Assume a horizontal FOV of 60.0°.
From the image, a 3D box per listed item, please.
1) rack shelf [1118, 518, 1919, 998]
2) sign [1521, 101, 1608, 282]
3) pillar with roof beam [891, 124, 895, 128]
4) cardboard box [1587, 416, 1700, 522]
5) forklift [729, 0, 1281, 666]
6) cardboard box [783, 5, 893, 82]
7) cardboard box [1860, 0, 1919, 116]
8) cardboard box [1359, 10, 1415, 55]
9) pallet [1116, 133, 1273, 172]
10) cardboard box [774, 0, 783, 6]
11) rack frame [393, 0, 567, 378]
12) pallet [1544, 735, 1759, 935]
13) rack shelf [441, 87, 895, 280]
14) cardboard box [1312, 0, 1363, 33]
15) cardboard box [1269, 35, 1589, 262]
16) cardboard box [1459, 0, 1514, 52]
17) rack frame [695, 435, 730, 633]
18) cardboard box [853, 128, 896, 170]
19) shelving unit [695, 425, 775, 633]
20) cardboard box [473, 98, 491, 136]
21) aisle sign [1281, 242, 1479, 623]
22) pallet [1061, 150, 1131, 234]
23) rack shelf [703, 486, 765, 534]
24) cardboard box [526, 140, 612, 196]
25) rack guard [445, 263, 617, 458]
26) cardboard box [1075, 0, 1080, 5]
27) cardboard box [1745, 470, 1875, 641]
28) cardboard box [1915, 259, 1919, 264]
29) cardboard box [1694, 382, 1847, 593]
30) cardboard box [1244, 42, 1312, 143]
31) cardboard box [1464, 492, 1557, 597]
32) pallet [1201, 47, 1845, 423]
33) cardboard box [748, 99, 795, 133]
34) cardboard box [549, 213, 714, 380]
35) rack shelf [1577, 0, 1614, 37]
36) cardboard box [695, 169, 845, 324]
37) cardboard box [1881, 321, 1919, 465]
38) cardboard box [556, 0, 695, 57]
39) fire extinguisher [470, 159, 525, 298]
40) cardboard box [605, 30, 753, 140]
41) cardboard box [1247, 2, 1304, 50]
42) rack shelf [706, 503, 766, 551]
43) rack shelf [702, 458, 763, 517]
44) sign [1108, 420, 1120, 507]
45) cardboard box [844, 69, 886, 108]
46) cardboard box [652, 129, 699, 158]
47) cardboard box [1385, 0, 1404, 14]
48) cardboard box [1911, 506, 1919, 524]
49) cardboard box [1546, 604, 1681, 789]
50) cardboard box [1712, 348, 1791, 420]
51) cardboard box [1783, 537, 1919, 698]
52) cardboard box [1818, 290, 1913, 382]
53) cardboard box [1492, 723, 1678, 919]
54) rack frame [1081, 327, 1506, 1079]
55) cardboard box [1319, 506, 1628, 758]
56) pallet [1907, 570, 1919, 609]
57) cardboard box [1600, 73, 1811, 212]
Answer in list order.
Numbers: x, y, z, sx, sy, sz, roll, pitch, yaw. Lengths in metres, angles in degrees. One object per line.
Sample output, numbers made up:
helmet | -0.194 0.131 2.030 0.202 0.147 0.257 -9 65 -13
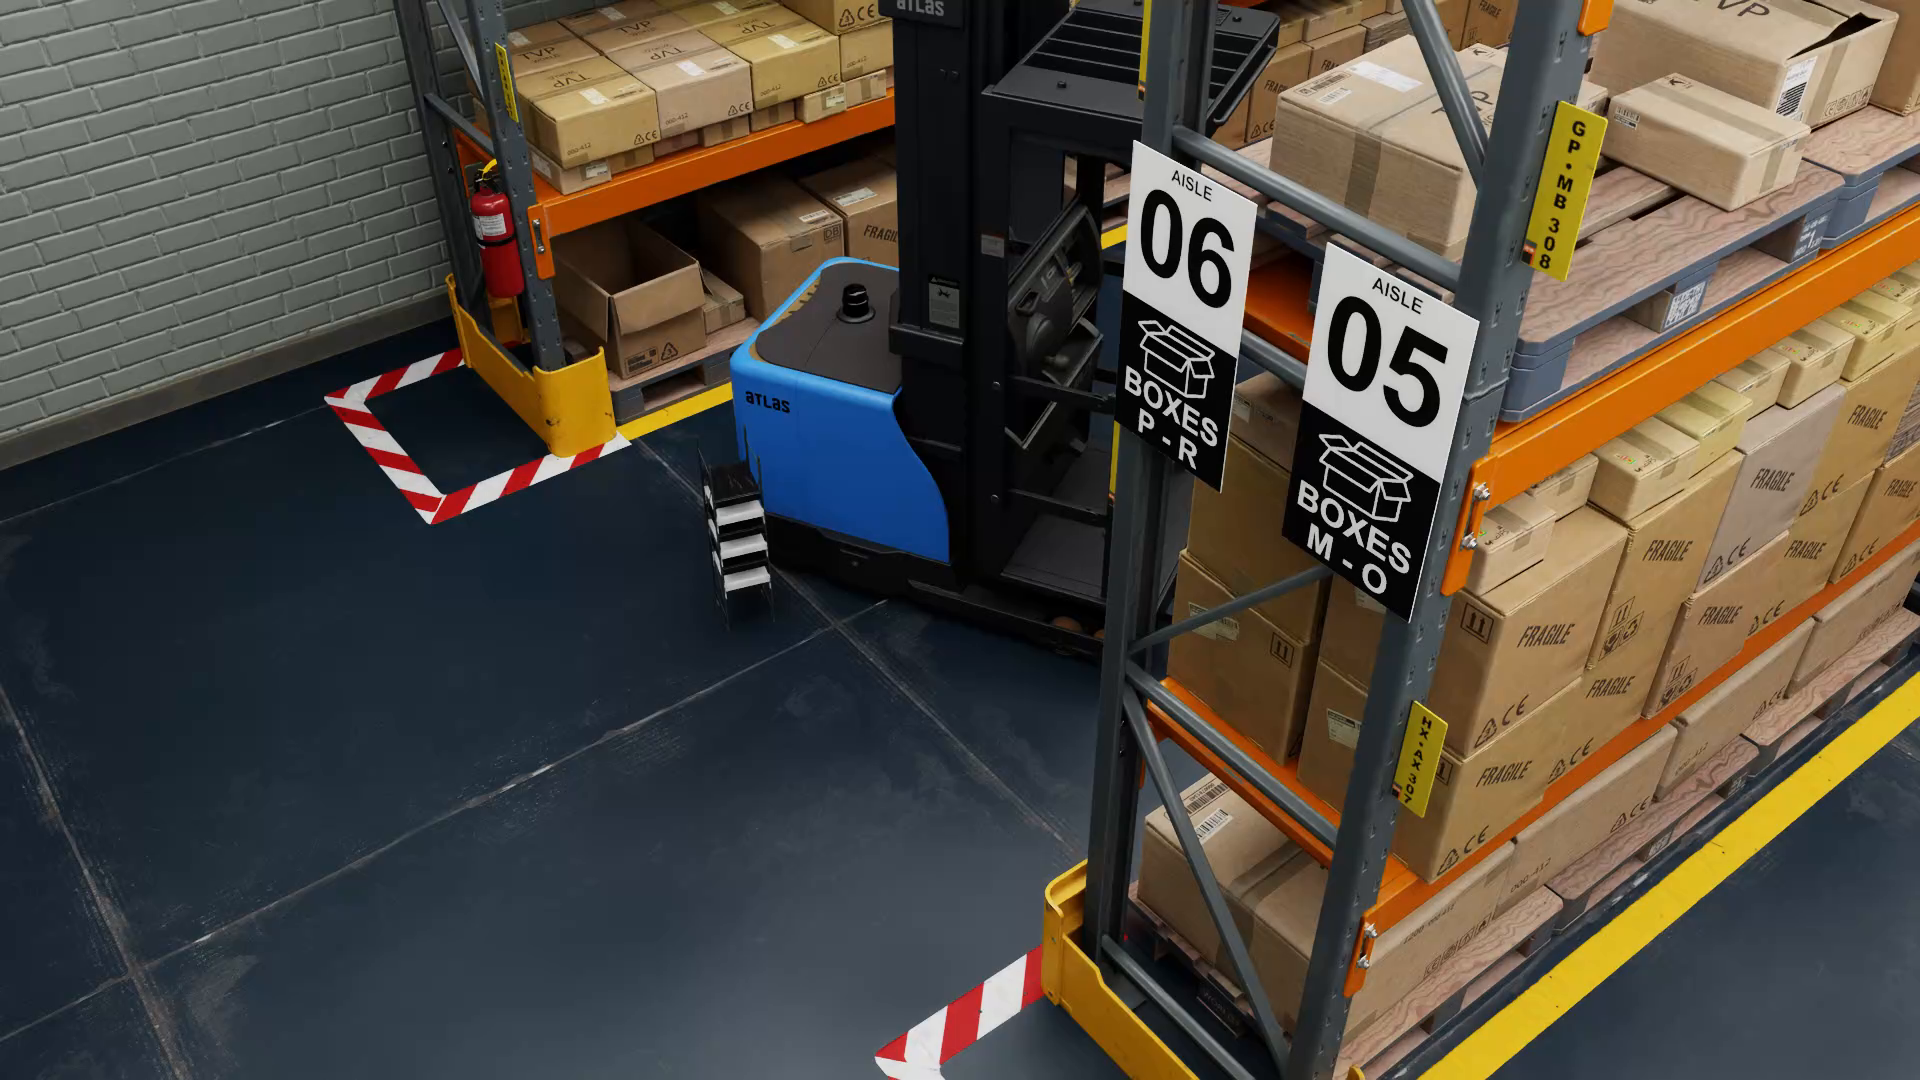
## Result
rack shelf | 2.354 0.119 5.807 4.000 0.370 1.077 -26 46 -28
sign | 1.102 -0.633 3.040 0.005 0.325 0.100 -26 46 -28
pillar with roof beam | 2.434 -3.766 5.245 0.400 9.000 9.100 -26 46 -28
cardboard box | 1.659 -0.240 4.299 0.250 0.149 0.380 -25 45 -27
forklift | 0.571 -0.974 6.627 3.031 2.935 1.130 16 42 18
cardboard box | -0.543 -2.579 8.412 0.500 0.250 0.500 -27 47 -29
cardboard box | 2.458 -1.490 4.347 0.500 0.500 0.500 -25 46 -27
cardboard box | 2.663 -3.296 11.042 0.500 0.500 0.500 -28 47 -30
pallet | 1.534 -2.682 10.853 1.213 0.211 1.003 -26 46 -28
cardboard box | -0.836 -2.839 8.730 0.500 0.250 0.500 -26 46 -28
rack frame | -2.259 -1.881 7.678 0.127 3.000 1.000 -26 46 -28
pallet | 2.321 0.874 6.518 1.213 0.211 1.003 -26 46 -28
rack shelf | -0.673 -2.376 8.849 4.000 0.370 1.077 -26 46 -28
cardboard box | 2.356 -3.415 10.676 0.250 0.149 0.380 -24 45 -27
cardboard box | 1.070 -0.908 3.836 0.500 0.250 0.500 -30 48 -32
cardboard box | 3.476 -3.709 11.546 0.500 0.500 0.500 -27 46 -29
rack frame | -1.048 -0.014 7.058 0.006 0.900 0.240 -13 41 -16
cardboard box | -0.192 -1.978 9.436 0.500 0.500 0.700 -28 47 -30
shelving unit | -0.952 -0.037 7.085 0.210 0.900 0.258 -13 41 -16
cardboard box | -2.160 -2.047 8.078 0.250 0.149 0.380 -27 46 -29
aisle sign | 0.888 -0.218 3.601 0.004 0.787 0.394 -26 46 -28
pallet | 0.367 -2.084 10.124 1.213 0.211 1.003 -26 46 -28
rack shelf | -0.952 -0.150 6.992 0.200 0.077 0.258 -13 41 -16
cardboard box | -1.831 -1.773 7.744 0.250 0.149 0.380 -26 46 -28
rack guard | -2.199 -0.944 8.507 0.348 0.500 1.175 -26 46 -28
cardboard box | 0.657 -3.165 9.126 0.500 0.250 0.500 -25 45 -27
cardboard box | 2.509 -0.065 5.386 0.500 0.500 0.500 -24 45 -27
cardboard box | 2.838 -0.867 5.063 0.250 0.149 0.380 -27 46 -29
cardboard box | 2.131 -0.260 4.835 0.500 0.500 0.500 -26 46 -28
cardboard box | 1.849 -2.908 10.569 0.500 0.500 0.500 -27 46 -29
cardboard box | 1.218 -0.060 4.080 0.250 0.149 0.380 -25 46 -27
pallet | 1.350 -0.804 4.070 1.213 0.211 1.003 -26 46 -28
cardboard box | -1.026 -2.186 8.248 0.250 0.149 0.380 -25 46 -27
cardboard box | -1.717 -1.267 8.567 0.637 0.503 0.797 -28 47 -30
rack shelf | 2.354 -2.046 4.032 4.000 0.370 1.077 -26 46 -28
cardboard box | -1.015 -1.577 8.947 0.500 0.500 0.700 -24 45 -26
cardboard box | 2.929 -0.643 5.301 0.500 0.500 0.500 -25 46 -28
cardboard box | -1.647 -2.448 8.253 0.500 0.250 0.500 -26 46 -28
fire extinguisher | -2.094 -1.418 7.468 0.183 0.674 0.296 -26 46 -28
cardboard box | -1.336 -2.173 7.918 0.500 0.250 0.500 -25 46 -28
cardboard box | 1.937 -3.242 10.466 0.250 0.149 0.380 -27 46 -29
rack shelf | -0.952 -0.081 7.049 0.200 0.077 0.258 -13 41 -16
rack shelf | -0.952 -0.220 6.935 0.200 0.077 0.258 -13 41 -16
sign | 0.449 -0.204 4.534 0.005 0.325 0.100 -26 46 -28
cardboard box | -0.583 -2.358 8.457 0.250 0.149 0.380 -25 45 -27
cardboard box | -1.471 -2.014 8.038 0.250 0.149 0.380 -27 46 -29
cardboard box | 2.778 -3.603 10.905 0.250 0.149 0.380 -28 47 -30
cardboard box | 3.323 -0.462 5.869 0.500 0.500 0.500 -27 47 -29
cardboard box | 1.708 0.324 4.911 0.500 0.500 0.500 -27 46 -29
cardboard box | 2.033 -0.479 4.590 0.250 0.149 0.380 -26 46 -28
cardboard box | 3.377 0.085 6.971 0.875 0.438 0.875 -27 46 -29
cardboard box | 2.474 -0.639 4.785 0.250 0.149 0.380 -27 47 -29
cardboard box | 1.951 0.778 6.125 0.875 0.438 0.875 -25 45 -27
rack frame | 0.768 0.614 4.637 0.127 3.000 1.000 -26 46 -28
cardboard box | 1.322 0.146 4.340 0.500 0.500 0.500 -27 46 -29
pallet | 4.506 -0.190 7.816 1.213 0.211 1.003 -26 46 -28
cardboard box | 1.771 -0.955 3.972 0.250 0.149 0.380 -24 45 -27
